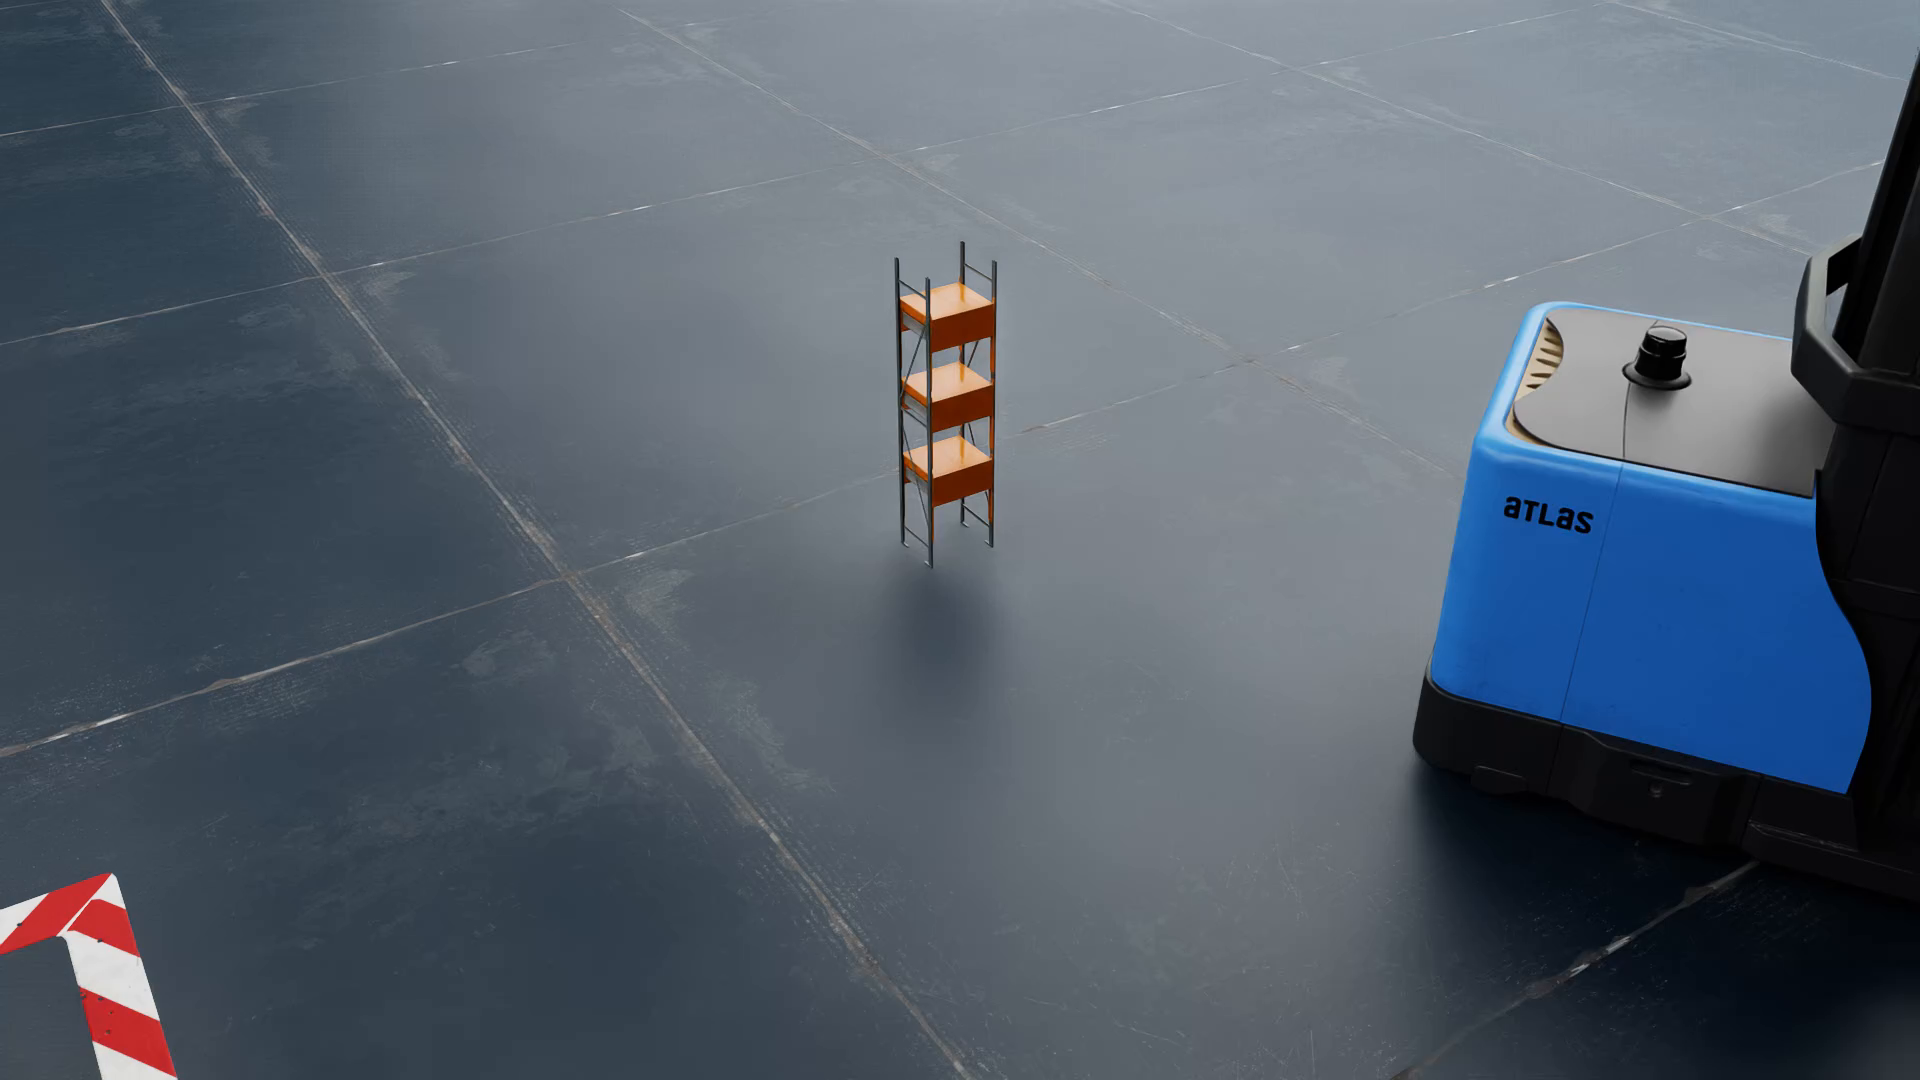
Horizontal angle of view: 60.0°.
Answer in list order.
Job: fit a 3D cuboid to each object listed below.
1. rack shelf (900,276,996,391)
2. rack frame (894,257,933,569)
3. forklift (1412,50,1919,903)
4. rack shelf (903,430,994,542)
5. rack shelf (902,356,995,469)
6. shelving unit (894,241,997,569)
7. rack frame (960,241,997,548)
[{"bbox_3d":[-0.045,-0.660,5.300,0.240,0.259,0.215,-19,37,-27],"label":"rack shelf"},{"bbox_3d":[-0.148,-0.393,5.389,0.008,1.050,0.200,-19,37,-27],"label":"rack frame"},{"bbox_3d":[2.840,-0.486,3.773,3.031,2.935,1.130,14,35,21],"label":"forklift"},{"bbox_3d":[-0.045,-0.185,5.599,0.240,0.259,0.215,-19,37,-27],"label":"rack shelf"},{"bbox_3d":[-0.045,-0.420,5.451,0.240,0.259,0.215,-19,37,-27],"label":"rack shelf"},{"bbox_3d":[-0.045,-0.429,5.445,0.252,1.050,0.215,-19,37,-27],"label":"shelving unit"},{"bbox_3d":[0.058,-0.464,5.501,0.008,1.050,0.200,-19,37,-27],"label":"rack frame"}]
